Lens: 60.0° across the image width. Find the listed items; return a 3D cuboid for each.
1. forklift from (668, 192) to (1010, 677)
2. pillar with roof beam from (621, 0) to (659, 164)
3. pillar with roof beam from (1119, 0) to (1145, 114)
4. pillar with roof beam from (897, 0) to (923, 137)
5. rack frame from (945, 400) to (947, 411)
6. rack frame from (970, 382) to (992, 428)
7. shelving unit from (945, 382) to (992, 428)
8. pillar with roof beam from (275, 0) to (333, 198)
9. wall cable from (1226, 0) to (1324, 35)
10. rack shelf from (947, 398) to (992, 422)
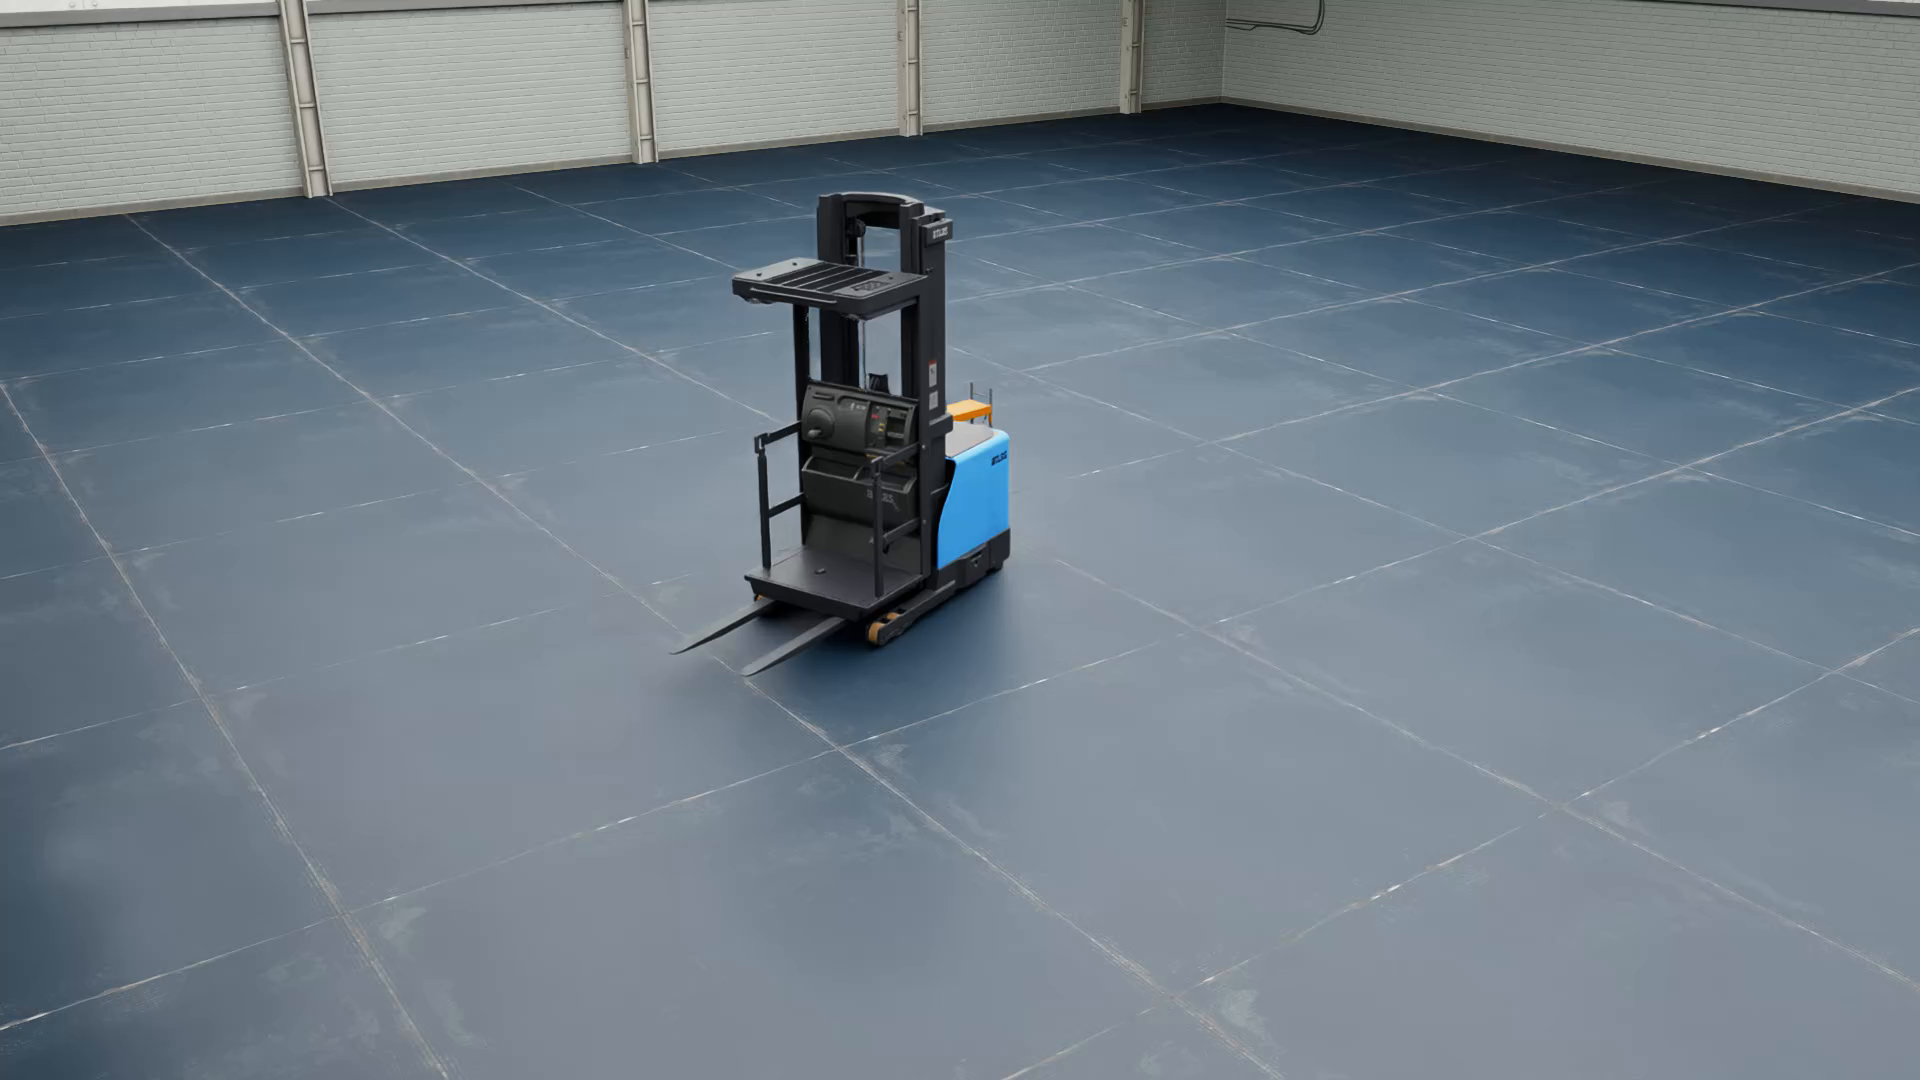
[{"bbox_3d":[-0.830,-0.823,11.504,1.130,2.935,3.031,13,25,30],"label":"forklift"},{"bbox_3d":[-3.376,-9.964,26.224,0.400,9.000,9.100,-15,26,-33],"label":"pillar with roof beam"},{"bbox_3d":[6.365,-12.561,32.733,0.400,9.000,9.100,-15,26,-33],"label":"pillar with roof beam"},{"bbox_3d":[1.494,-11.263,29.479,0.400,9.000,9.100,-15,26,-33],"label":"pillar with roof beam"},{"bbox_3d":[-0.187,-0.557,13.172,0.015,1.200,0.240,-19,29,-39],"label":"rack frame"},{"bbox_3d":[0.170,-0.680,13.481,0.015,1.200,0.240,-19,29,-39],"label":"rack frame"},{"bbox_3d":[-0.008,-0.618,13.326,0.503,1.200,0.258,-19,29,-39],"label":"shelving unit"},{"bbox_3d":[-8.246,-8.665,22.970,0.400,9.000,9.100,-15,26,-33],"label":"pillar with roof beam"},{"bbox_3d":[7.014,-12.654,37.156,0.112,2.526,3.097,-15,26,-33],"label":"wall cable"},{"bbox_3d":[-0.008,-0.983,13.181,0.480,0.148,0.258,-19,29,-39],"label":"rack shelf"}]
